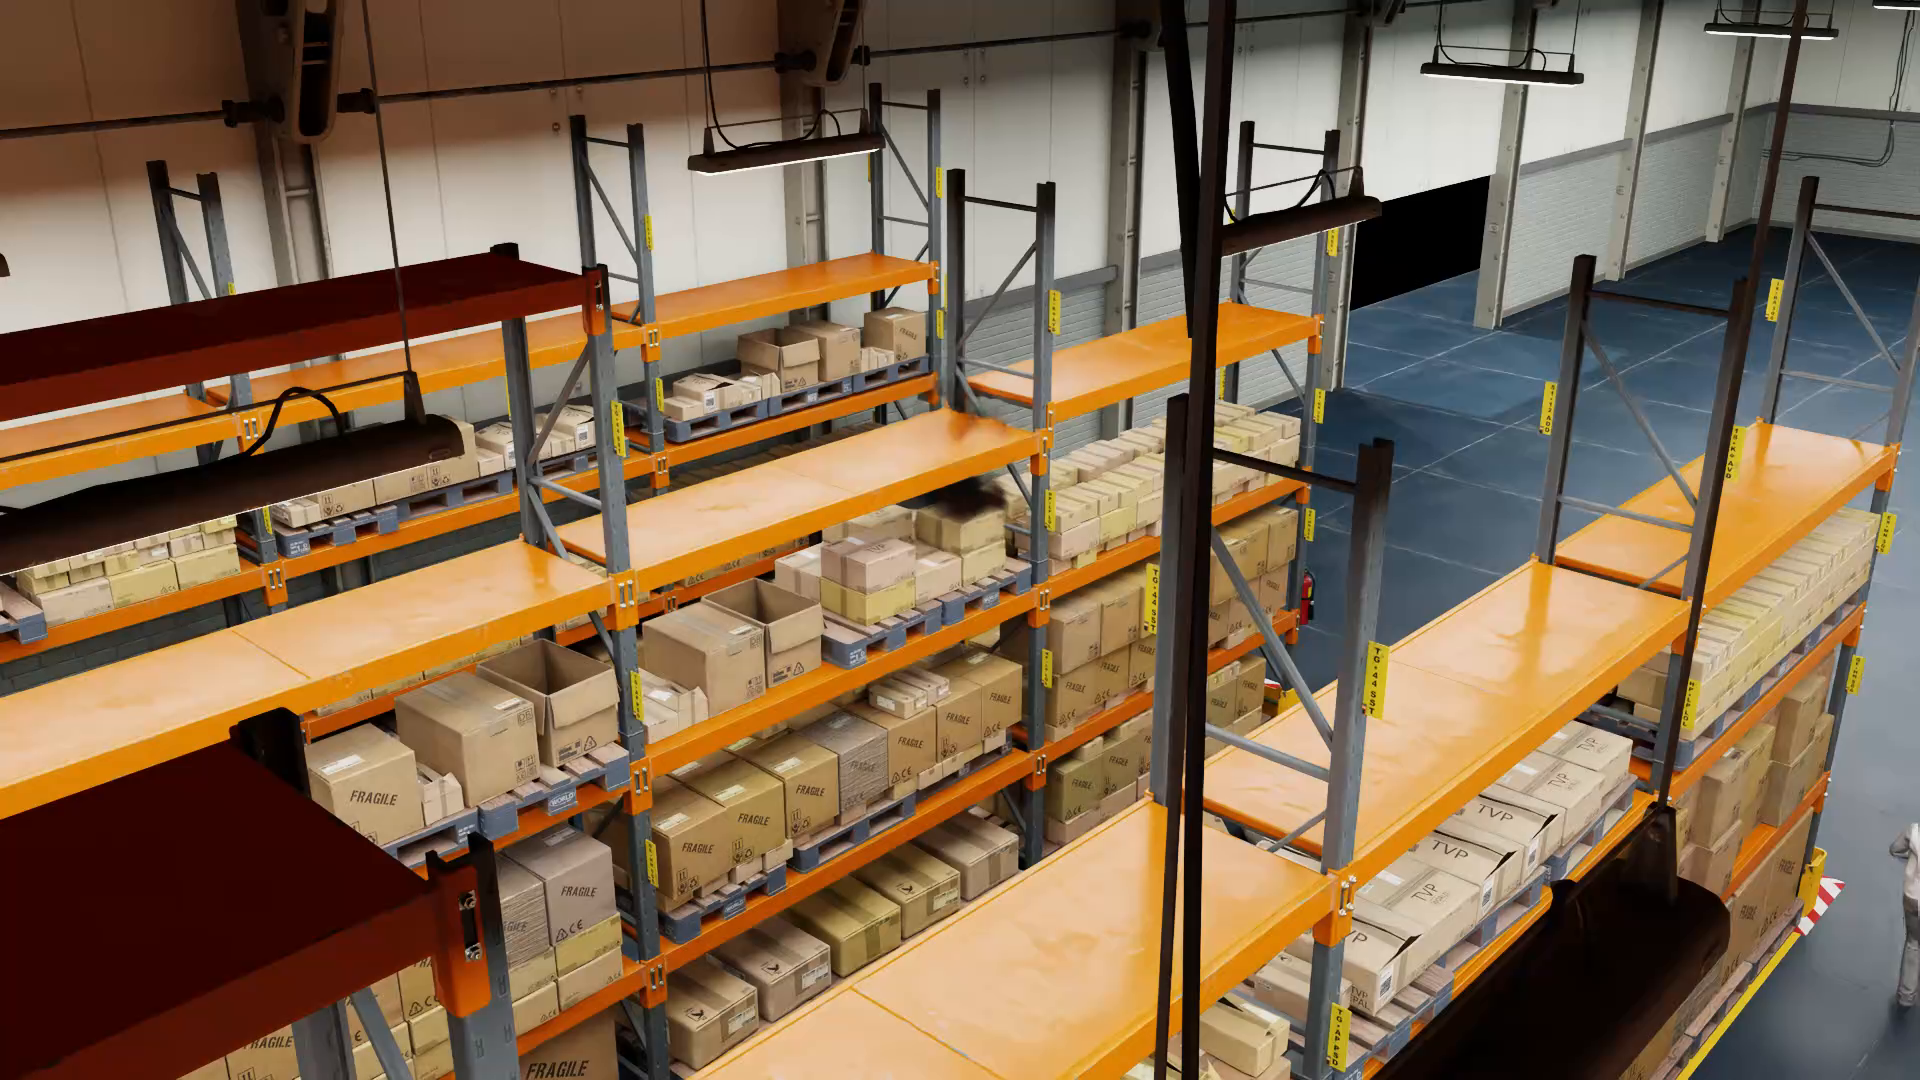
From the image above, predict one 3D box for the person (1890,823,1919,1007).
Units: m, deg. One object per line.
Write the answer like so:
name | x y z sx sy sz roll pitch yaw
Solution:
person | 7.375 2.711 12.612 0.709 1.788 0.701 19 28 40
